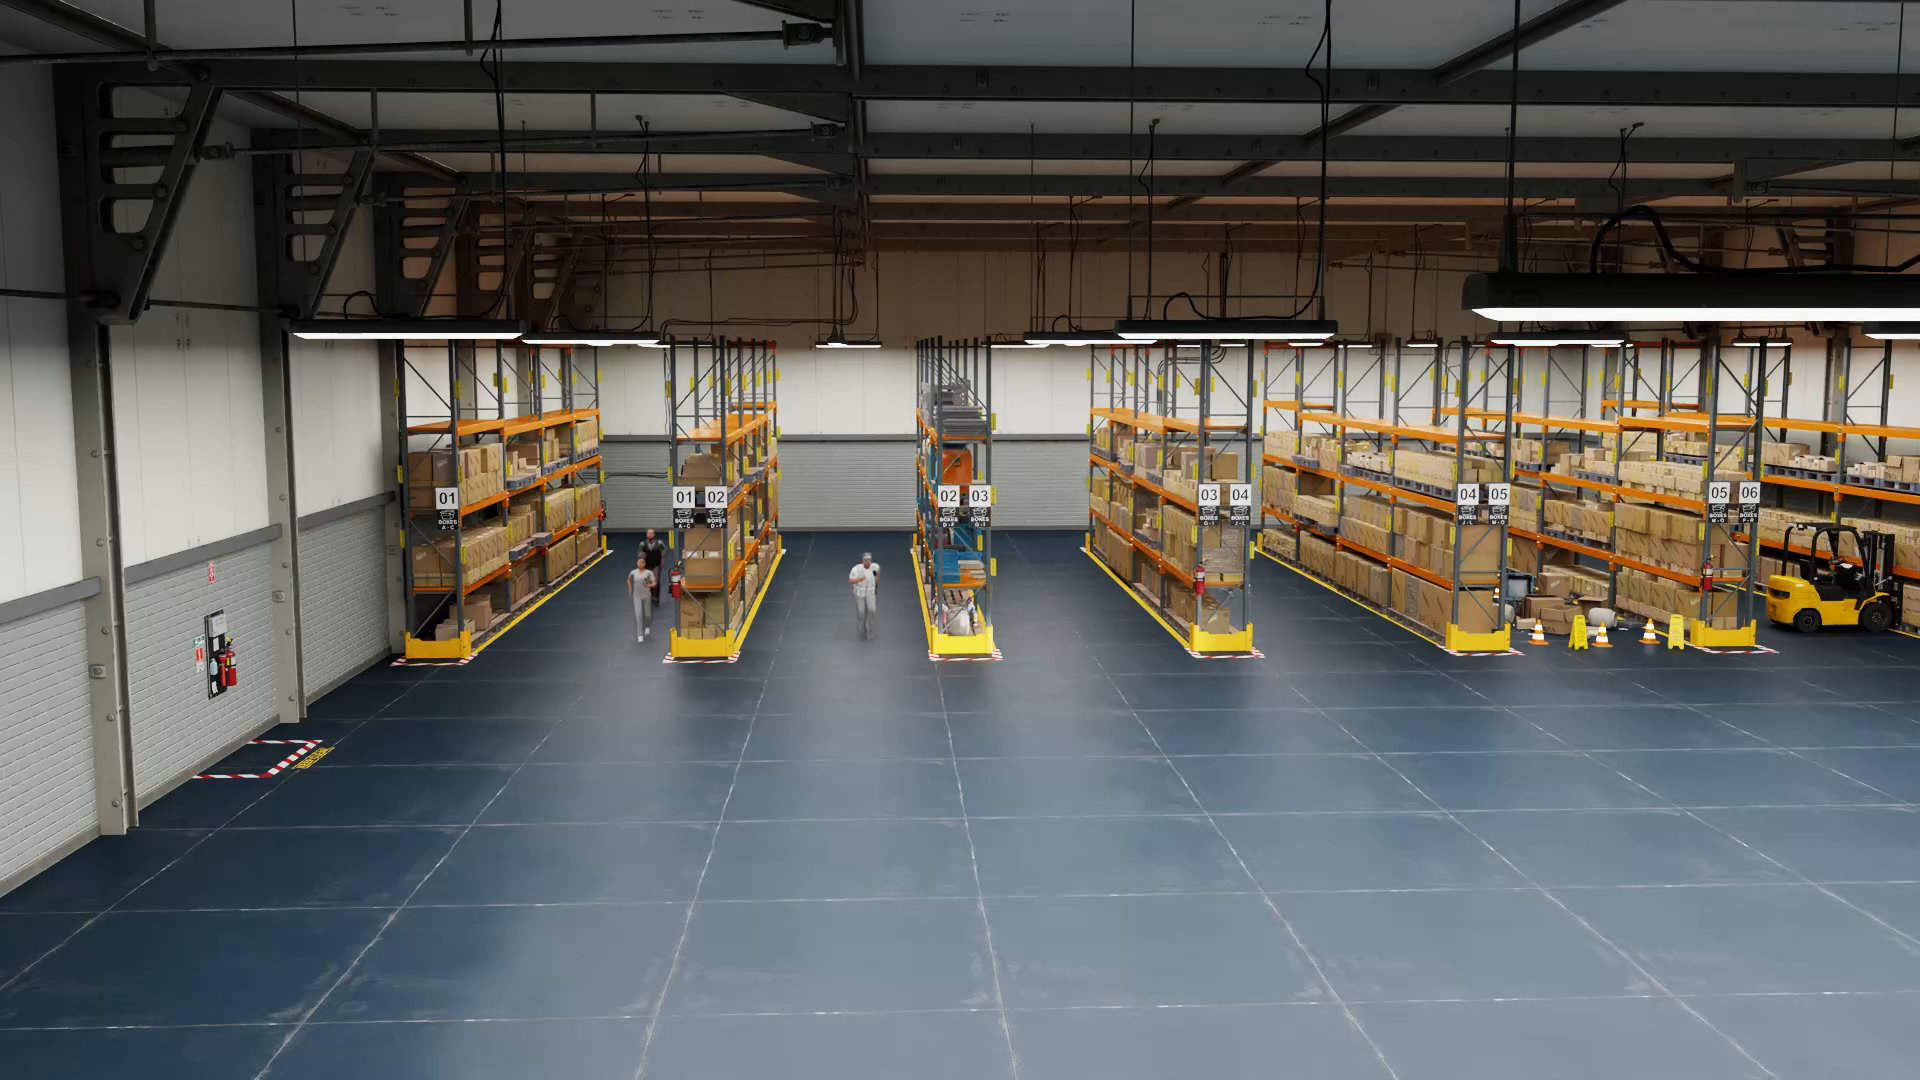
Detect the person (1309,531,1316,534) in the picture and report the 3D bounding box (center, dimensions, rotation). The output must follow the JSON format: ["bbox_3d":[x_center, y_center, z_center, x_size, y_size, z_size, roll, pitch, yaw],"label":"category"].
[{"bbox_3d":[10.568,-0.691,49.334,0.555,1.676,0.577,0,7,4],"label":"person"}]

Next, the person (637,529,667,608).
[{"bbox_3d":[-6.914,0.642,37.326,0.638,1.784,0.777,0,6,0],"label":"person"}]

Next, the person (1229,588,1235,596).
[{"bbox_3d":[6.437,0.545,38.910,0.570,1.561,0.603,0,6,-2],"label":"person"}]

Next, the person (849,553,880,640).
[{"bbox_3d":[-1.904,1.102,33.231,0.647,1.784,0.961,-1,7,-10],"label":"person"}]

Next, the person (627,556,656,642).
[{"bbox_3d":[-6.299,1.142,32.937,0.570,1.646,0.958,-1,7,-9],"label":"person"}]
